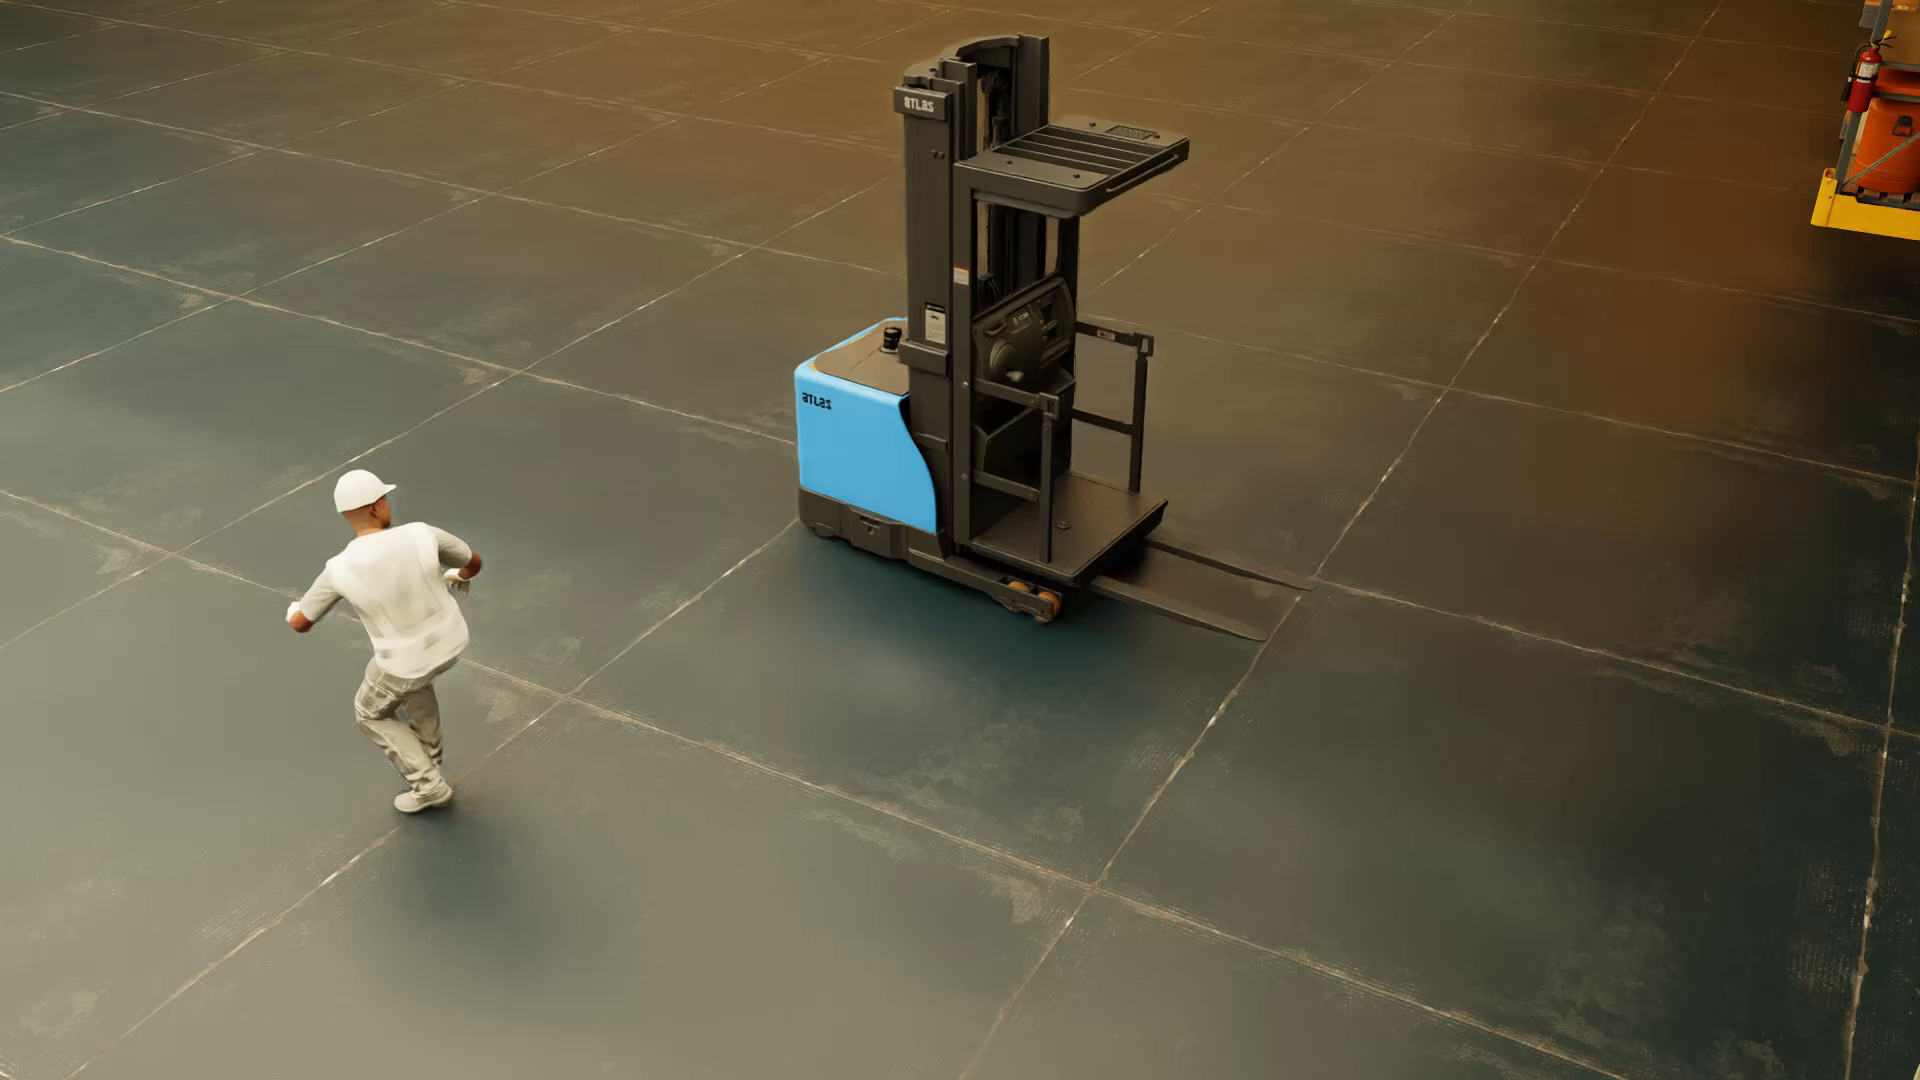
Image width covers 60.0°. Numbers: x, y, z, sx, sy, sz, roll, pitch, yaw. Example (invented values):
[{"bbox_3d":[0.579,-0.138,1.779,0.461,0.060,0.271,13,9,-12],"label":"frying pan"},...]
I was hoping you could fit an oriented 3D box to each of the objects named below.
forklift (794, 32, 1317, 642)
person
[{"bbox_3d":[0.525,-1.117,9.005,3.031,2.935,1.130,19,35,29],"label":"forklift"},{"bbox_3d":[-2.602,0.413,7.609,0.763,1.667,0.862,23,37,34],"label":"person"}]
